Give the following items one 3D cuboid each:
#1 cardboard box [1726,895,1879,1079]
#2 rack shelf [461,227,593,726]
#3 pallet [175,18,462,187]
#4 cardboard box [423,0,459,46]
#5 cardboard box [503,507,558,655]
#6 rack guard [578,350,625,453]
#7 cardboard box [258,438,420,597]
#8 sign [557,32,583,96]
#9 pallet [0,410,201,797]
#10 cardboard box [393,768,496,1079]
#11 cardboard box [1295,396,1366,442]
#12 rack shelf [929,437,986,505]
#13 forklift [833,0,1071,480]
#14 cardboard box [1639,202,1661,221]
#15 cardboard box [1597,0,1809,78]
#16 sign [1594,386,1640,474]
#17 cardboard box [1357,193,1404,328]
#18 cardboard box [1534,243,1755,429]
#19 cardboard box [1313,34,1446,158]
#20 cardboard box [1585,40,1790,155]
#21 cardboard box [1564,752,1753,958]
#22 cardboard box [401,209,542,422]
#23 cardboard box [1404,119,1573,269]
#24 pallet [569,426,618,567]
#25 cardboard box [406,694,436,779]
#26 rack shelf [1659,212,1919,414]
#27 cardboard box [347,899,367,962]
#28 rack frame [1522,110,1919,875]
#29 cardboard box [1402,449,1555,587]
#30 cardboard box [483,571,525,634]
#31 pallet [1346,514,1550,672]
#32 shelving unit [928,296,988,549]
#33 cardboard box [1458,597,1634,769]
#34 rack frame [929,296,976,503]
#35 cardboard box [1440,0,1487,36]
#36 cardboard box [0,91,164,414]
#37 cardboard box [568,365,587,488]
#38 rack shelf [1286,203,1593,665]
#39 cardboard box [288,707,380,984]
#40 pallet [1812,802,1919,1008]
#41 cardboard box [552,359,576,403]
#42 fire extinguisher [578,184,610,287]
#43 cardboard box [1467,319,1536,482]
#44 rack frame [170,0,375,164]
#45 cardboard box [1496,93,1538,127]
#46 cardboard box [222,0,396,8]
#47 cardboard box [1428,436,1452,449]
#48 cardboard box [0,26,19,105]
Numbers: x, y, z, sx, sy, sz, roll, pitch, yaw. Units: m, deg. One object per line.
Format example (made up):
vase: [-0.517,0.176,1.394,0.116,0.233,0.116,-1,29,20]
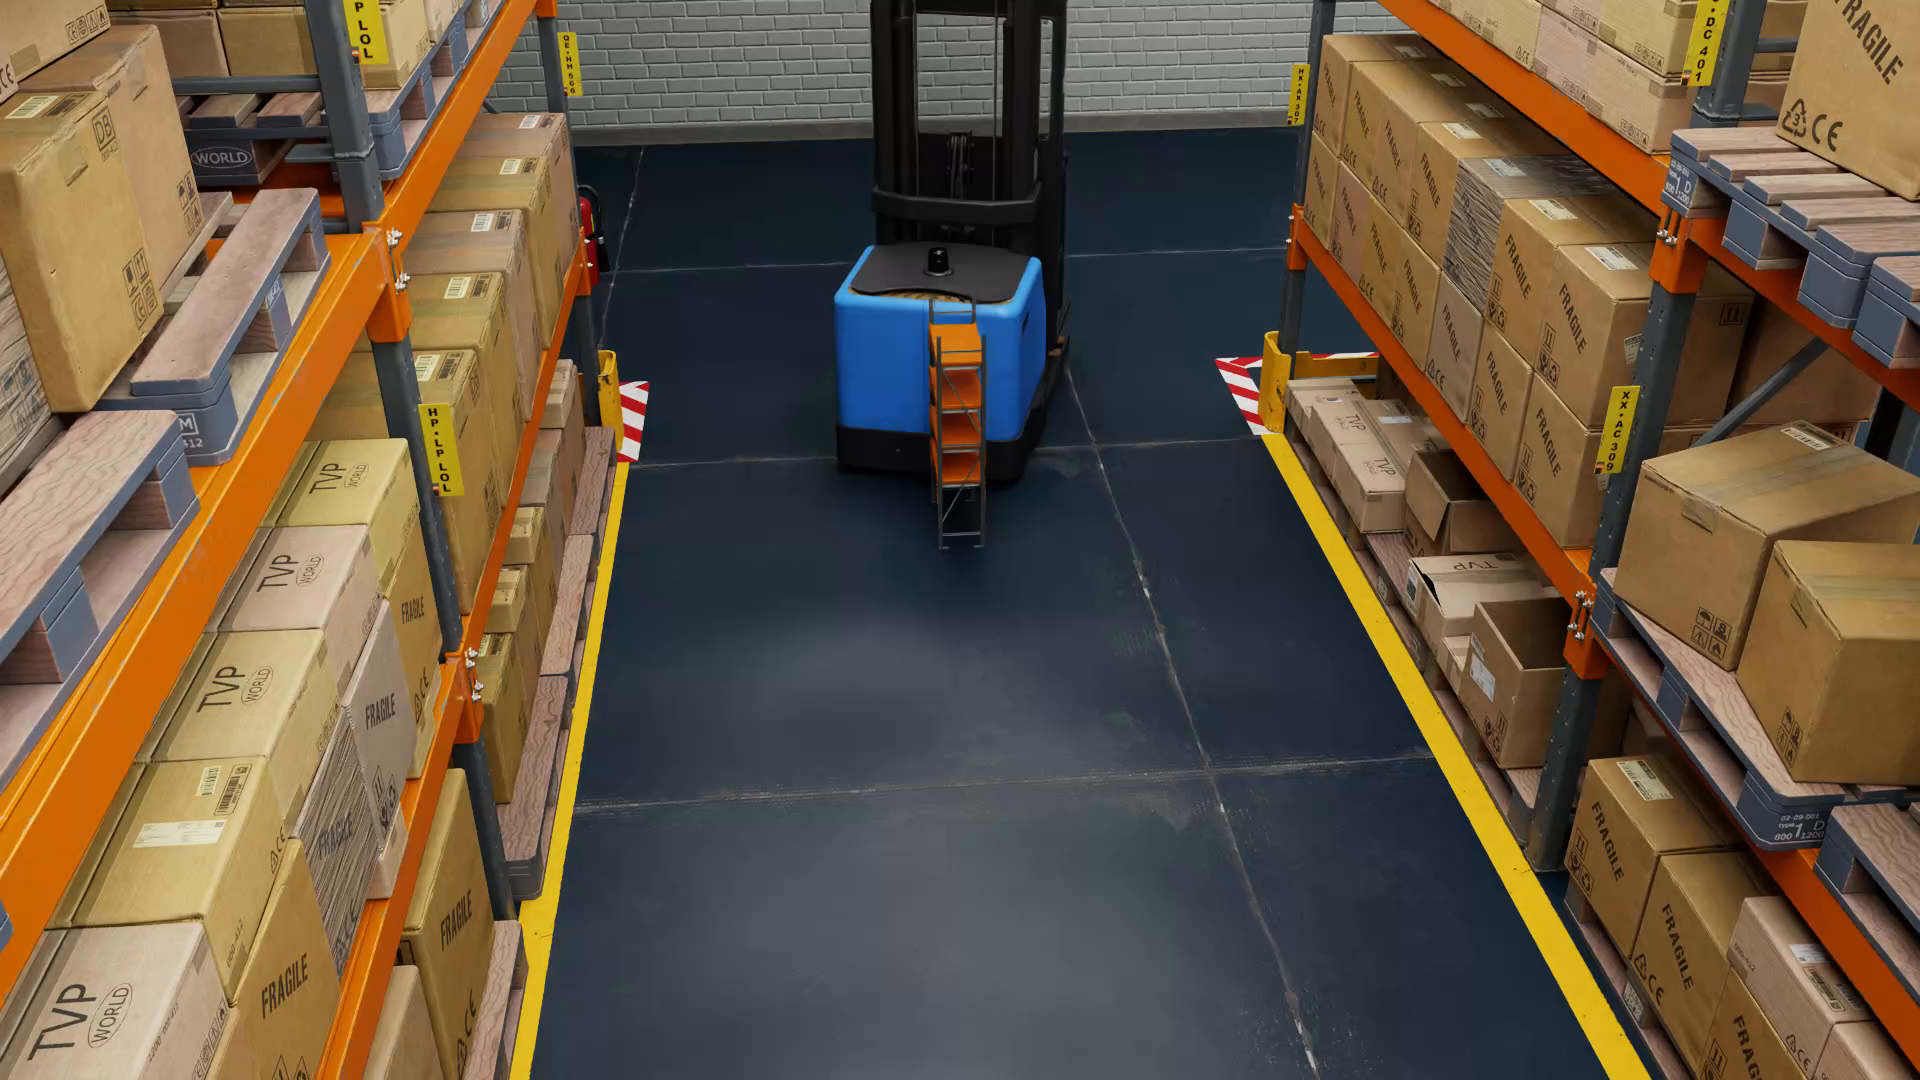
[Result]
cardboard box: [2.650,1.305,4.918,0.500,0.250,0.500,-3,31,-4]
rack shelf: [-2.365,-0.500,7.363,1.077,0.370,4.000,-3,31,-5]
pallet: [-2.244,-1.456,5.423,1.003,0.211,1.213,-3,31,-5]
cardboard box: [-2.013,-1.861,5.654,0.500,0.250,0.500,-3,31,-6]
cardboard box: [-2.235,0.200,7.519,0.700,0.500,0.500,-2,31,-3]
rack guard: [-2.554,-0.769,9.550,1.175,0.500,0.348,-3,31,-5]
cardboard box: [-1.879,-0.063,4.791,0.500,0.250,0.500,-2,31,-3]
sign: [-2.010,-2.448,8.562,0.100,0.325,0.005,-3,31,-5]
pallet: [-2.024,0.151,2.831,1.003,0.211,1.213,-1,31,-2]
cardboard box: [-1.988,1.281,5.368,0.750,0.750,0.750,-2,31,-4]
cardboard box: [2.100,-0.684,9.304,0.380,0.166,0.250,-3,31,-5]
rack shelf: [-0.015,-0.371,8.720,0.258,0.148,0.480,-3,31,-5]
forklift: [0.093,-2.329,9.792,1.130,2.935,3.031,6,31,9]
cardboard box: [2.941,-1.017,6.454,0.500,0.500,0.500,-4,31,-6]
cardboard box: [2.438,-1.700,5.405,0.500,0.250,0.500,-3,31,-5]
sign: [2.214,-0.369,5.598,0.100,0.325,0.005,-3,31,-5]
cardboard box: [2.257,-1.353,7.993,0.500,0.500,0.500,-3,31,-5]
cardboard box: [2.449,-0.745,5.999,0.500,0.500,0.500,-3,31,-4]
cardboard box: [2.159,-2.302,8.607,0.500,0.500,0.500,-2,31,-3]
cardboard box: [2.444,-1.486,5.534,0.500,0.250,0.500,-3,31,-5]
cardboard box: [2.556,1.116,5.965,0.500,0.500,0.500,-4,31,-7]
cardboard box: [-2.353,-0.938,7.103,0.980,0.700,0.700,-4,31,-7]
cardboard box: [2.306,-1.521,7.298,0.500,0.500,0.500,-3,31,-5]
pallet: [-2.399,-0.228,8.926,1.003,0.211,1.213,-3,31,-5]
cardboard box: [-1.817,0.598,5.049,0.380,0.149,0.250,-2,31,-4]
rack shelf: [2.941,0.015,3.576,1.077,0.370,4.000,-3,31,-5]
cardboard box: [-1.798,0.993,4.388,0.380,0.149,0.250,-3,31,-5]
rack frame: [2.754,-0.027,5.870,1.000,3.000,0.127,-3,31,-5]
cardboard box: [2.573,-0.103,8.003,0.797,0.503,0.637,-3,31,-5]
cardboard box: [-1.996,0.256,6.791,0.380,0.149,0.250,-2,31,-3]
pallet: [2.574,0.195,8.217,1.003,0.211,1.213,-3,31,-5]
shelving unit: [-0.015,-0.600,8.584,0.258,1.200,0.503,-3,31,-5]
cardboard box: [2.418,0.580,6.862,0.500,0.500,0.500,-3,31,-5]
rack frame: [-0.038,-0.724,8.792,0.240,1.200,0.015,-3,31,-5]
cardboard box: [2.310,-2.252,6.816,0.500,0.250,0.500,-3,31,-5]
cardboard box: [-2.088,-0.572,3.330,0.700,0.500,0.500,-3,31,-6]
cardboard box: [-2.387,-0.584,8.831,0.700,0.500,0.500,-3,31,-5]
rack shelf: [2.567,-0.739,7.764,1.077,0.370,4.000,-3,31,-5]
cardboard box: [-1.788,0.774,4.123,0.500,0.500,0.500,-3,31,-4]
pallet: [2.941,1.105,4.162,1.003,0.211,1.213,-3,31,-5]
cardboard box: [-2.193,-0.806,8.570,0.380,0.149,0.250,-3,31,-5]
fire extinguisher: [-2.106,-1.736,9.170,0.296,0.674,0.183,-3,31,-5]
cardboard box: [2.402,-0.576,6.692,0.500,0.500,0.500,-2,31,-3]
rack frame: [-2.178,-2.363,3.931,1.000,3.000,0.127,-3,31,-5]
cardboard box: [2.797,-1.805,7.774,0.500,0.500,0.500,-2,31,-3]
cardboard box: [-1.965,-1.934,5.045,0.500,0.500,0.500,-3,31,-5]
cardboard box: [2.735,-0.325,8.622,0.500,0.250,0.500,-3,31,-5]
cardboard box: [-2.160,-0.893,3.136,0.500,0.250,0.500,-4,31,-6]
